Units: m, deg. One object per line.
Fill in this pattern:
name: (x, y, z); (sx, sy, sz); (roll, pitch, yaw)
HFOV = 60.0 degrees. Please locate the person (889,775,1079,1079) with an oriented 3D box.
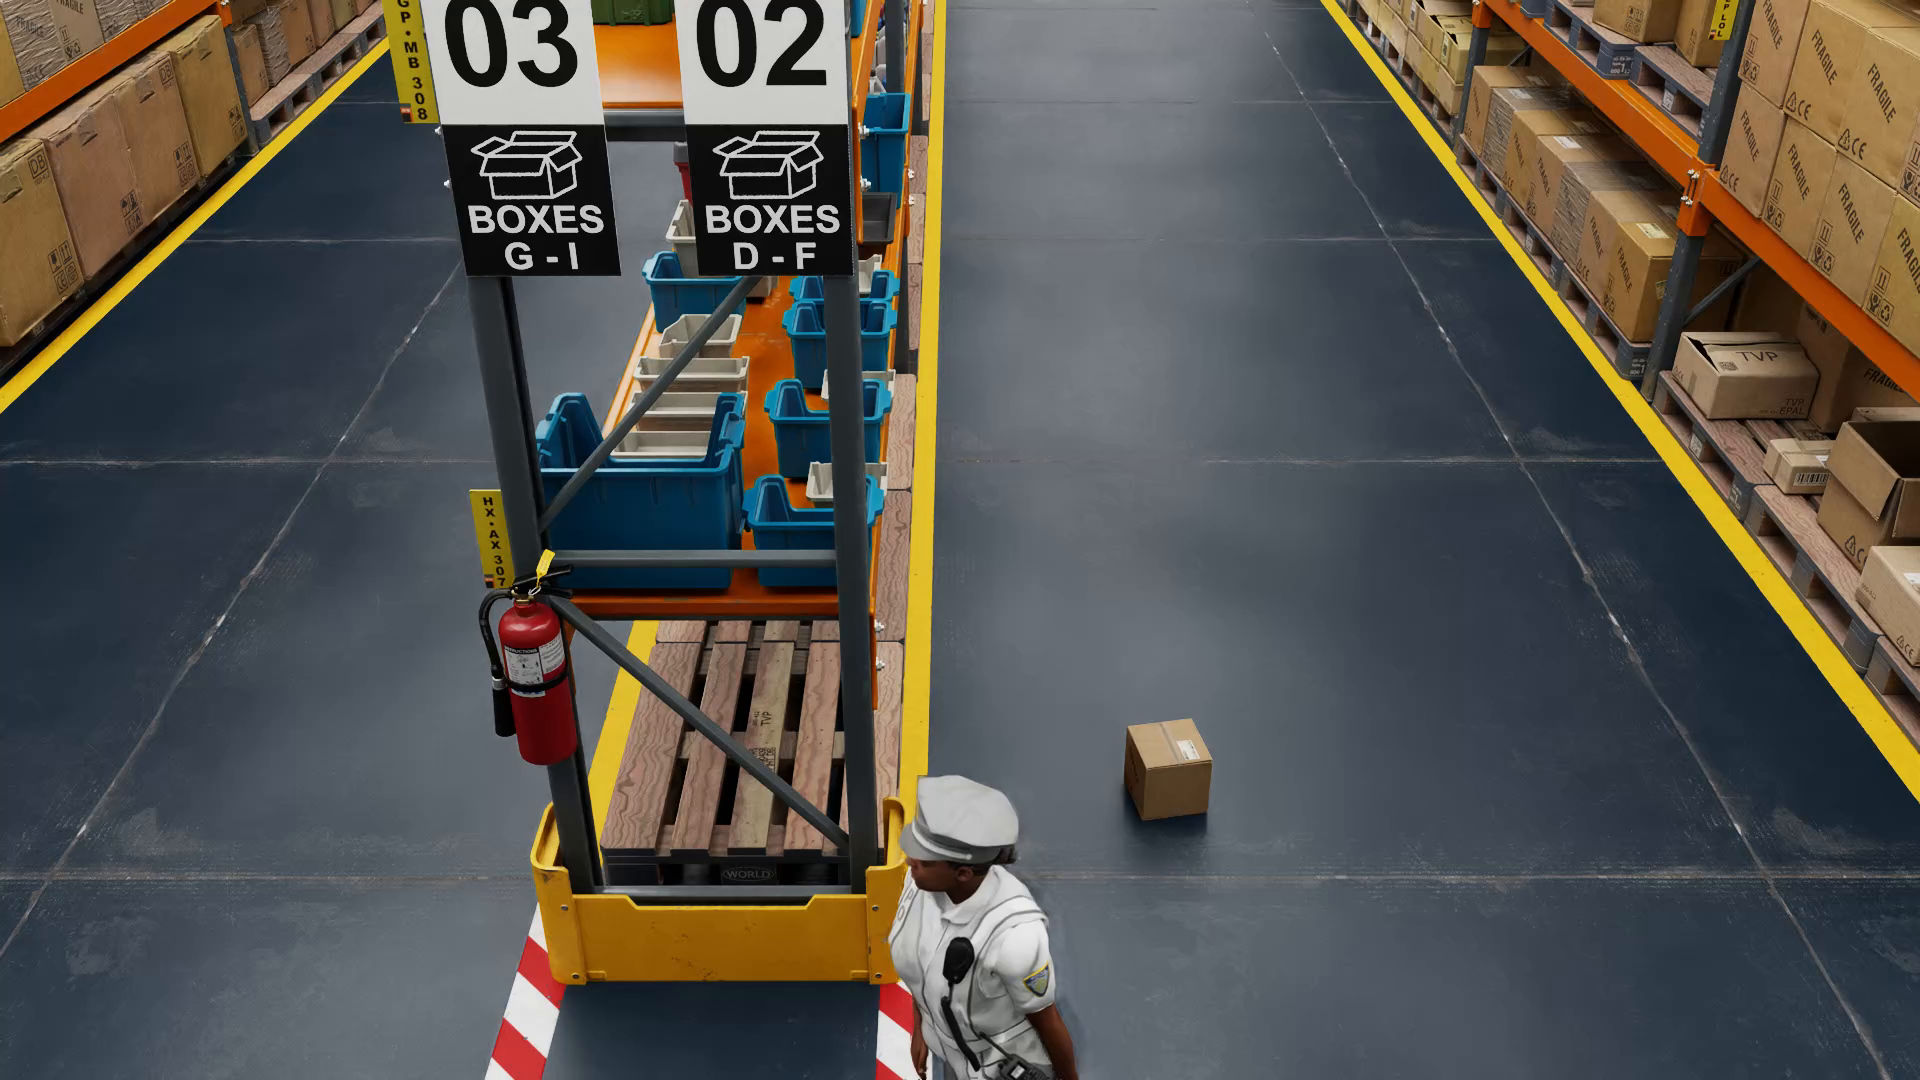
person: (0.112, 1.220, 4.150); (0.852, 1.634, 0.477); (-20, 37, -29)
